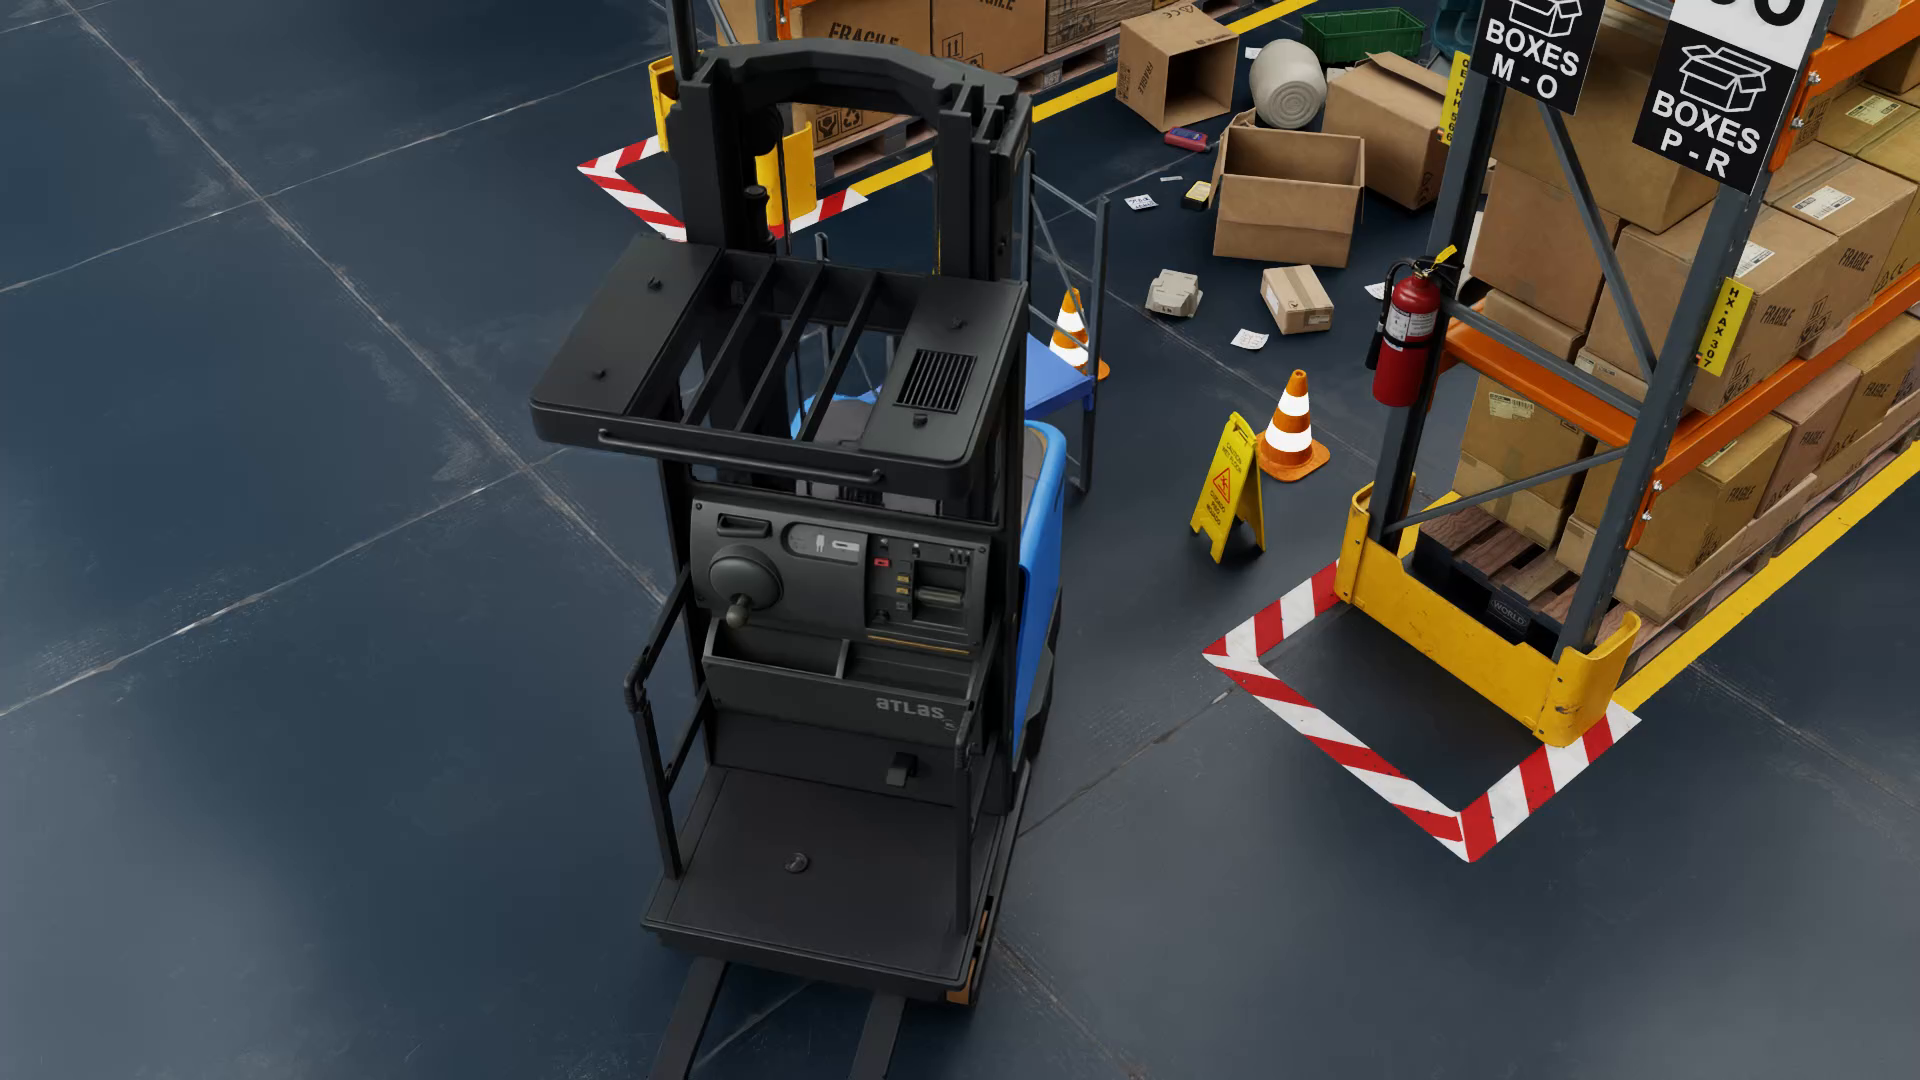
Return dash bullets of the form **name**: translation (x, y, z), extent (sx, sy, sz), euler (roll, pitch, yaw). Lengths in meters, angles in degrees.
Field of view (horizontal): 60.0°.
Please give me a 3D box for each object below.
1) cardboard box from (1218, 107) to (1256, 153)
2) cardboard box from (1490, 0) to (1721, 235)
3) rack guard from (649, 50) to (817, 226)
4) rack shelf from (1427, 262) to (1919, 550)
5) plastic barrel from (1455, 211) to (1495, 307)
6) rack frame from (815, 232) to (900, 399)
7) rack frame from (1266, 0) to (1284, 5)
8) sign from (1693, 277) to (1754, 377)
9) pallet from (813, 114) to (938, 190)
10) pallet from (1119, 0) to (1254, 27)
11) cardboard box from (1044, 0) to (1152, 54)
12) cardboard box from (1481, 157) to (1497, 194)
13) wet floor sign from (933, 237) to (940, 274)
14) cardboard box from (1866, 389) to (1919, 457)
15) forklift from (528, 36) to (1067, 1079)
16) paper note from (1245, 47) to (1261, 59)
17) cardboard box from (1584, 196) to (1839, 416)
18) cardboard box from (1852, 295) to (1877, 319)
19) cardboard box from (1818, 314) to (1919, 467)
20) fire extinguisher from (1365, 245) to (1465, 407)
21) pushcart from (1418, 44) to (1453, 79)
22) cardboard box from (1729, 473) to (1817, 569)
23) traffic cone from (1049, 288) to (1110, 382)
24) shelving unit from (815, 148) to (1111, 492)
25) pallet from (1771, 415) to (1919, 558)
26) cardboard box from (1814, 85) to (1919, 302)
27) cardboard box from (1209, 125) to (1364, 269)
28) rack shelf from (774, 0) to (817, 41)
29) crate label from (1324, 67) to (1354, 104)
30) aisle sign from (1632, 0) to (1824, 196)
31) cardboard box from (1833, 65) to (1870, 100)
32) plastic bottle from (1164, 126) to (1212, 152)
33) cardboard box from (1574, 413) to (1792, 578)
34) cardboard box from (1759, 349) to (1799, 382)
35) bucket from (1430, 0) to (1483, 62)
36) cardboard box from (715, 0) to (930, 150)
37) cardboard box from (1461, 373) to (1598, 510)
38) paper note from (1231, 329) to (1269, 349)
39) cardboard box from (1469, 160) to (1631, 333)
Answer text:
- **cardboard box**: translation (1.678, -2.218, 9.418), extent (0.258, 0.266, 0.396), euler (-21, 47, -21)
- **cardboard box**: translation (2.252, -1.473, 5.607), extent (0.500, 0.500, 0.700), euler (-31, 51, -29)
- **rack guard**: translation (-1.272, -2.258, 9.289), extent (0.348, 0.500, 1.175), euler (-30, 51, -28)
- **rack shelf**: translation (3.534, -1.241, 6.906), extent (4.000, 0.370, 1.077), euler (-30, 51, -28)
- **plastic barrel**: translation (2.613, -1.388, 8.419), extent (0.421, 0.421, 0.512), euler (0, 43, 0)
- **rack frame**: translation (-0.386, -0.480, 6.666), extent (0.032, 1.500, 0.500), euler (-28, 50, -26)
- **rack frame**: translation (1.815, -4.937, 10.315), extent (0.127, 3.000, 1.000), euler (-30, 51, -28)
- **sign**: translation (2.348, -0.655, 5.125), extent (0.005, 0.325, 0.100), euler (-30, 51, -28)
- **pallet**: translation (-0.690, -2.556, 9.817), extent (1.213, 0.211, 1.003), euler (-30, 51, -28)
- **pallet**: translation (1.181, -3.627, 10.958), extent (1.213, 0.211, 1.003), euler (-30, 51, -28)
- **cardboard box**: translation (0.598, -3.678, 10.220), extent (0.875, 0.875, 0.875), euler (-29, 51, -28)
- **cardboard box**: translation (3.066, -2.154, 9.350), extent (0.258, 0.266, 0.396), euler (7, 44, 7)
- **wet floor sign**: translation (-0.005, -1.269, 8.130), extent (0.267, 0.644, 0.232), euler (30, 51, 28)
- **cardboard box**: translation (3.992, -0.672, 7.476), extent (0.500, 0.250, 0.500), euler (-29, 50, -27)
- **forklift**: translation (-0.415, 0.199, 4.897), extent (1.130, 2.935, 3.031), euler (9, 44, 9)
- **paper note**: translation (1.880, -3.084, 10.511), extent (0.147, 0.020, 0.142), euler (7, 44, 7)
- **cardboard box**: translation (2.541, -0.832, 5.655), extent (0.500, 0.500, 0.500), euler (-31, 51, -28)
- **cardboard box**: translation (3.234, -0.985, 6.291), extent (0.250, 0.149, 0.380), euler (-28, 50, -27)
- **cardboard box**: translation (3.602, -0.717, 6.976), extent (0.500, 0.500, 0.500), euler (-29, 50, -27)
- **fire extinguisher**: translation (1.616, -0.788, 5.955), extent (0.183, 0.674, 0.296), euler (-30, 51, -28)
- **pushcart**: translation (3.567, -2.601, 9.744), extent (1.648, 0.377, 0.936), euler (22, 47, 21)
- **cardboard box**: translation (3.192, -0.205, 6.979), extent (0.500, 0.250, 0.500), euler (-28, 50, -27)
- **traffic cone**: translation (0.529, -1.000, 7.977), extent (0.334, 0.463, 0.336), euler (-30, 51, -28)
- **shelving unit**: translation (0.019, -0.691, 6.890), extent (1.048, 1.500, 0.538), euler (-28, 50, -26)
- **pallet**: translation (3.639, -0.513, 7.642), extent (1.213, 0.211, 1.003), euler (-30, 51, -28)
- **cardboard box**: translation (3.326, -1.286, 6.138), extent (0.500, 0.500, 0.500), euler (-31, 51, -29)
- **cardboard box**: translation (1.723, -1.816, 8.816), extent (0.797, 0.503, 0.637), euler (7, 44, 7)
- **rack shelf**: translation (0.281, -3.796, 9.626), extent (4.000, 0.370, 1.077), euler (-30, 51, -28)
- **crate label**: translation (2.330, -2.758, 10.087), extent (0.298, 0.136, 0.250), euler (7, 44, 7)
- **aisle sign**: translation (2.151, -1.382, 4.632), extent (0.004, 0.787, 0.394), euler (-30, 51, -28)
- **cardboard box**: translation (2.970, -1.970, 6.135), extent (0.500, 0.500, 0.700), euler (-30, 51, -28)
- **plastic bottle**: translation (1.347, -2.327, 9.683), extent (0.283, 0.061, 0.133), euler (22, 47, 21)
- **cardboard box**: translation (2.814, -0.269, 6.499), extent (0.500, 0.500, 0.500), euler (-32, 52, -29)
- **cardboard box**: translation (2.833, -0.766, 6.058), extent (0.250, 0.149, 0.380), euler (-31, 52, -29)
- **bucket**: translation (3.190, -3.027, 9.563), extent (0.620, 0.611, 0.726), euler (-6, 43, -21)
- **cardboard box**: translation (-0.776, -2.891, 9.382), extent (0.875, 0.875, 0.875), euler (-29, 51, -28)
- **cardboard box**: translation (2.447, -0.538, 6.785), extent (0.500, 0.500, 0.500), euler (-29, 51, -28)
- **paper note**: translation (1.448, -1.003, 8.296), extent (0.148, 0.019, 0.142), euler (22, 47, 21)
- **cardboard box**: translation (2.239, -1.153, 5.996), extent (0.500, 0.500, 0.500), euler (-31, 51, -29)
